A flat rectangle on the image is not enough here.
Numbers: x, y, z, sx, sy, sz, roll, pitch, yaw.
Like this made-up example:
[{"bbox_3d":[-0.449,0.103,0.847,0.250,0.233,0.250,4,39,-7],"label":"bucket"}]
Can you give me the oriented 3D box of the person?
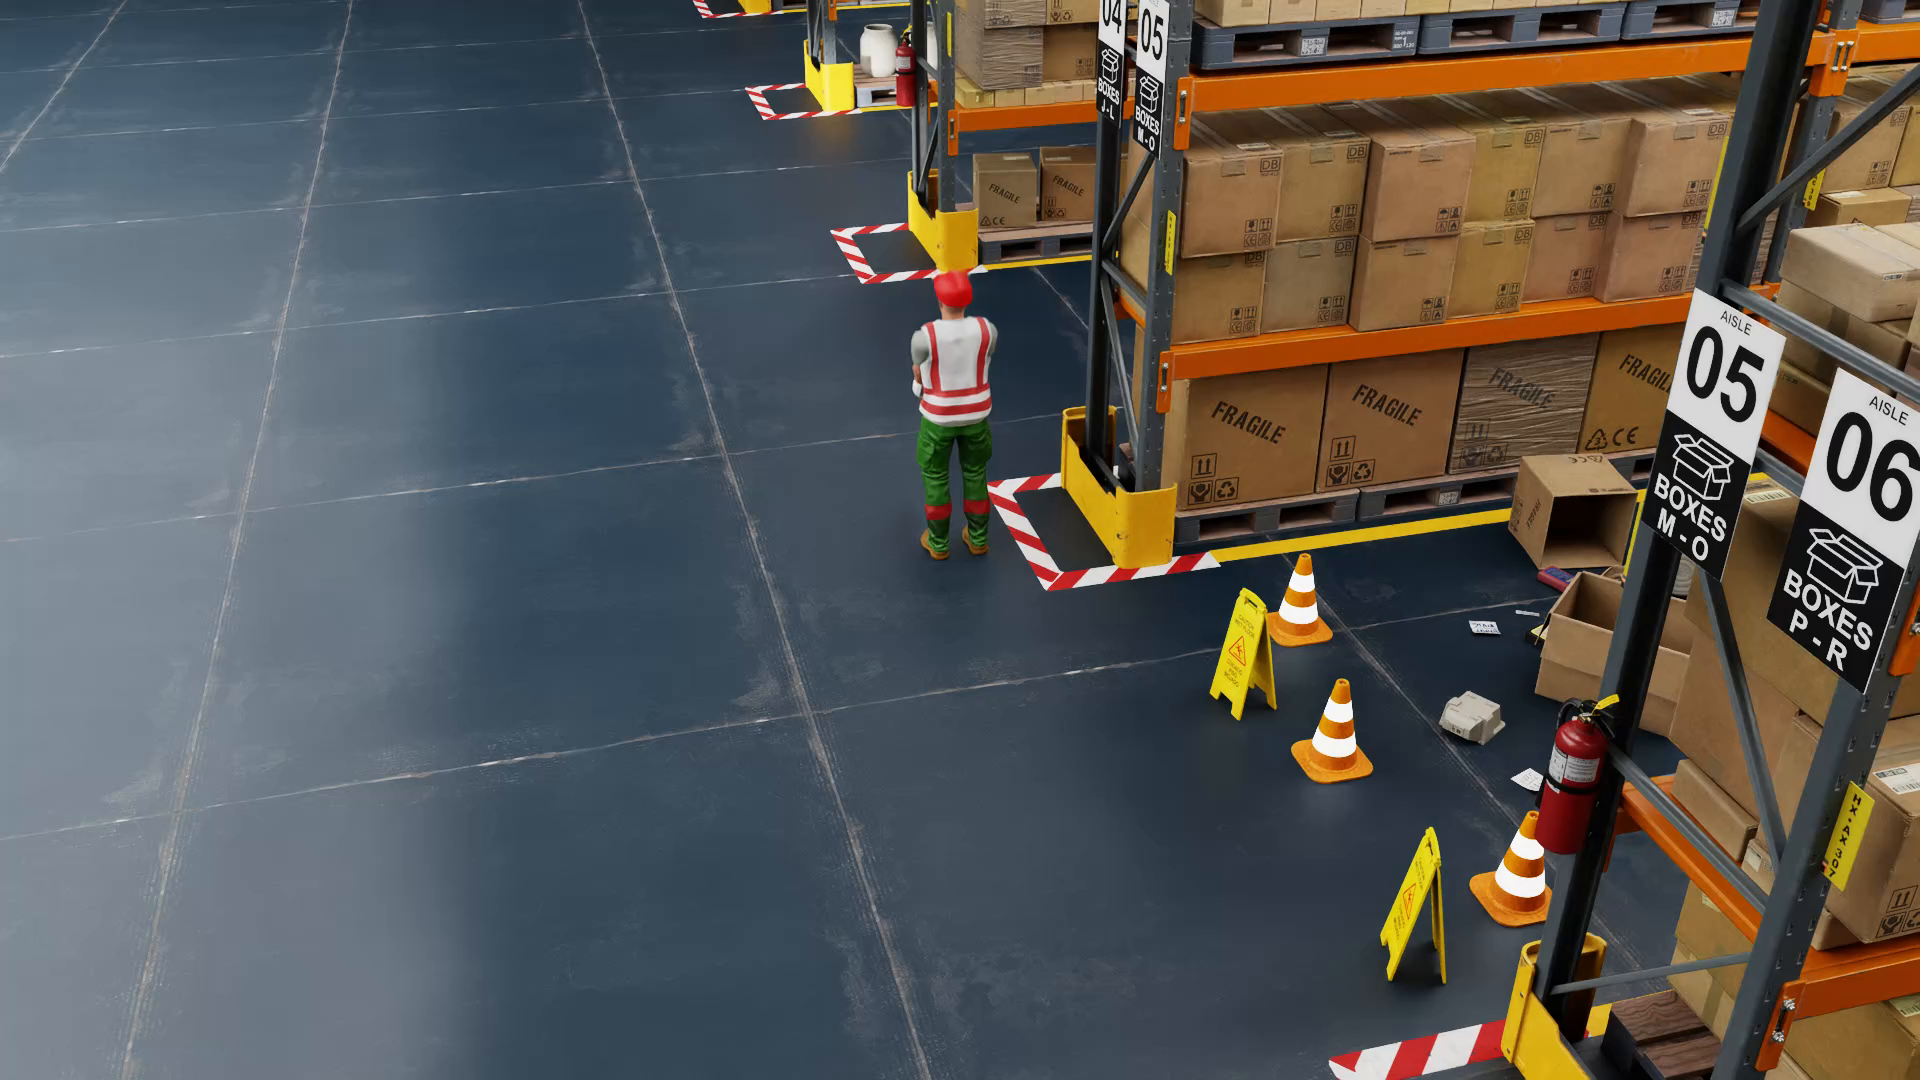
[{"bbox_3d":[-0.063,-0.760,9.540,0.494,1.783,0.568,-7,31,-12],"label":"person"}]
